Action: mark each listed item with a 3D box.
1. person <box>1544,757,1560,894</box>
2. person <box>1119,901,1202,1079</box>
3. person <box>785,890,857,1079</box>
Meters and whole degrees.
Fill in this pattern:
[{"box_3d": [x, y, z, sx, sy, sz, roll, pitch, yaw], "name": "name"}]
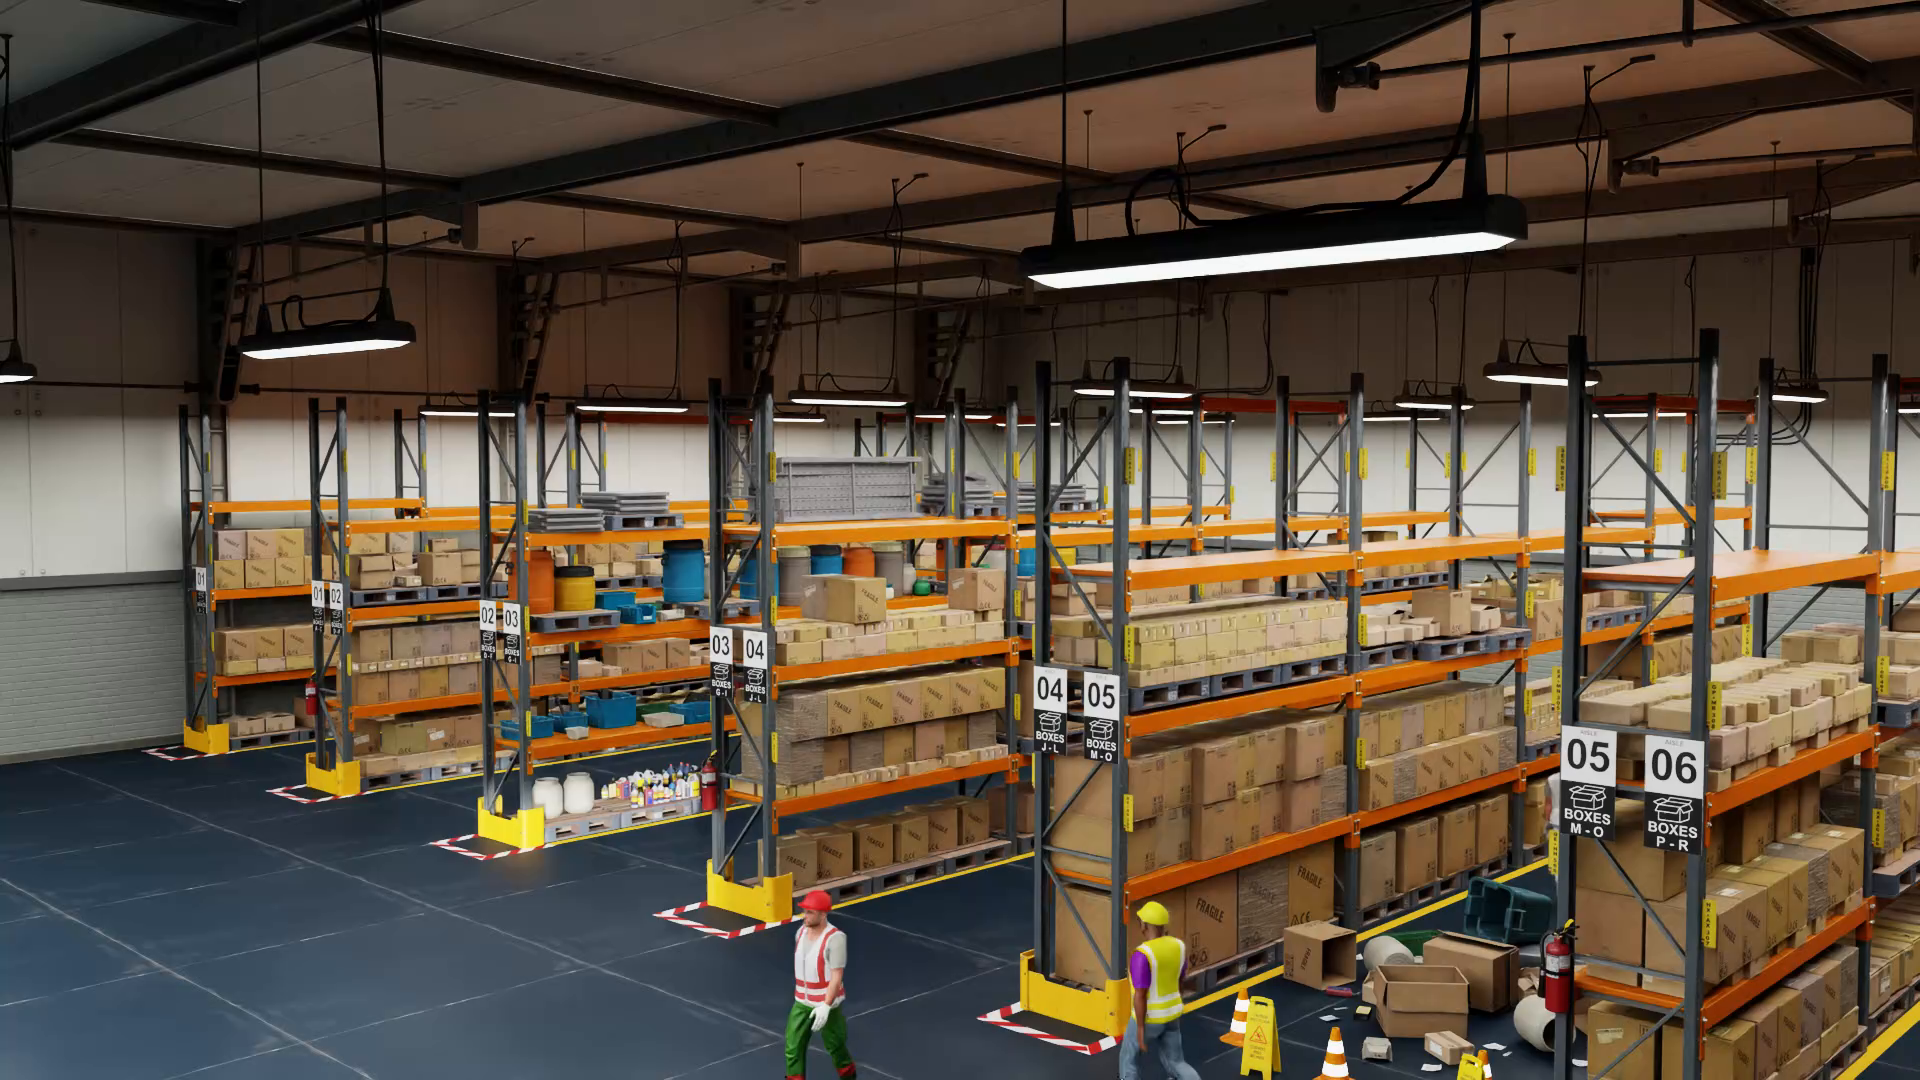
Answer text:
[{"box_3d": [6.898, 3.278, 18.927, 0.530, 1.790, 0.575, -2, 4, -38], "name": "person"}, {"box_3d": [1.512, 3.627, 12.676, 1.019, 1.731, 0.573, 3, 4, 44], "name": "person"}, {"box_3d": [-1.121, 3.594, 12.857, 0.549, 1.778, 0.854, 2, 4, 36], "name": "person"}]
